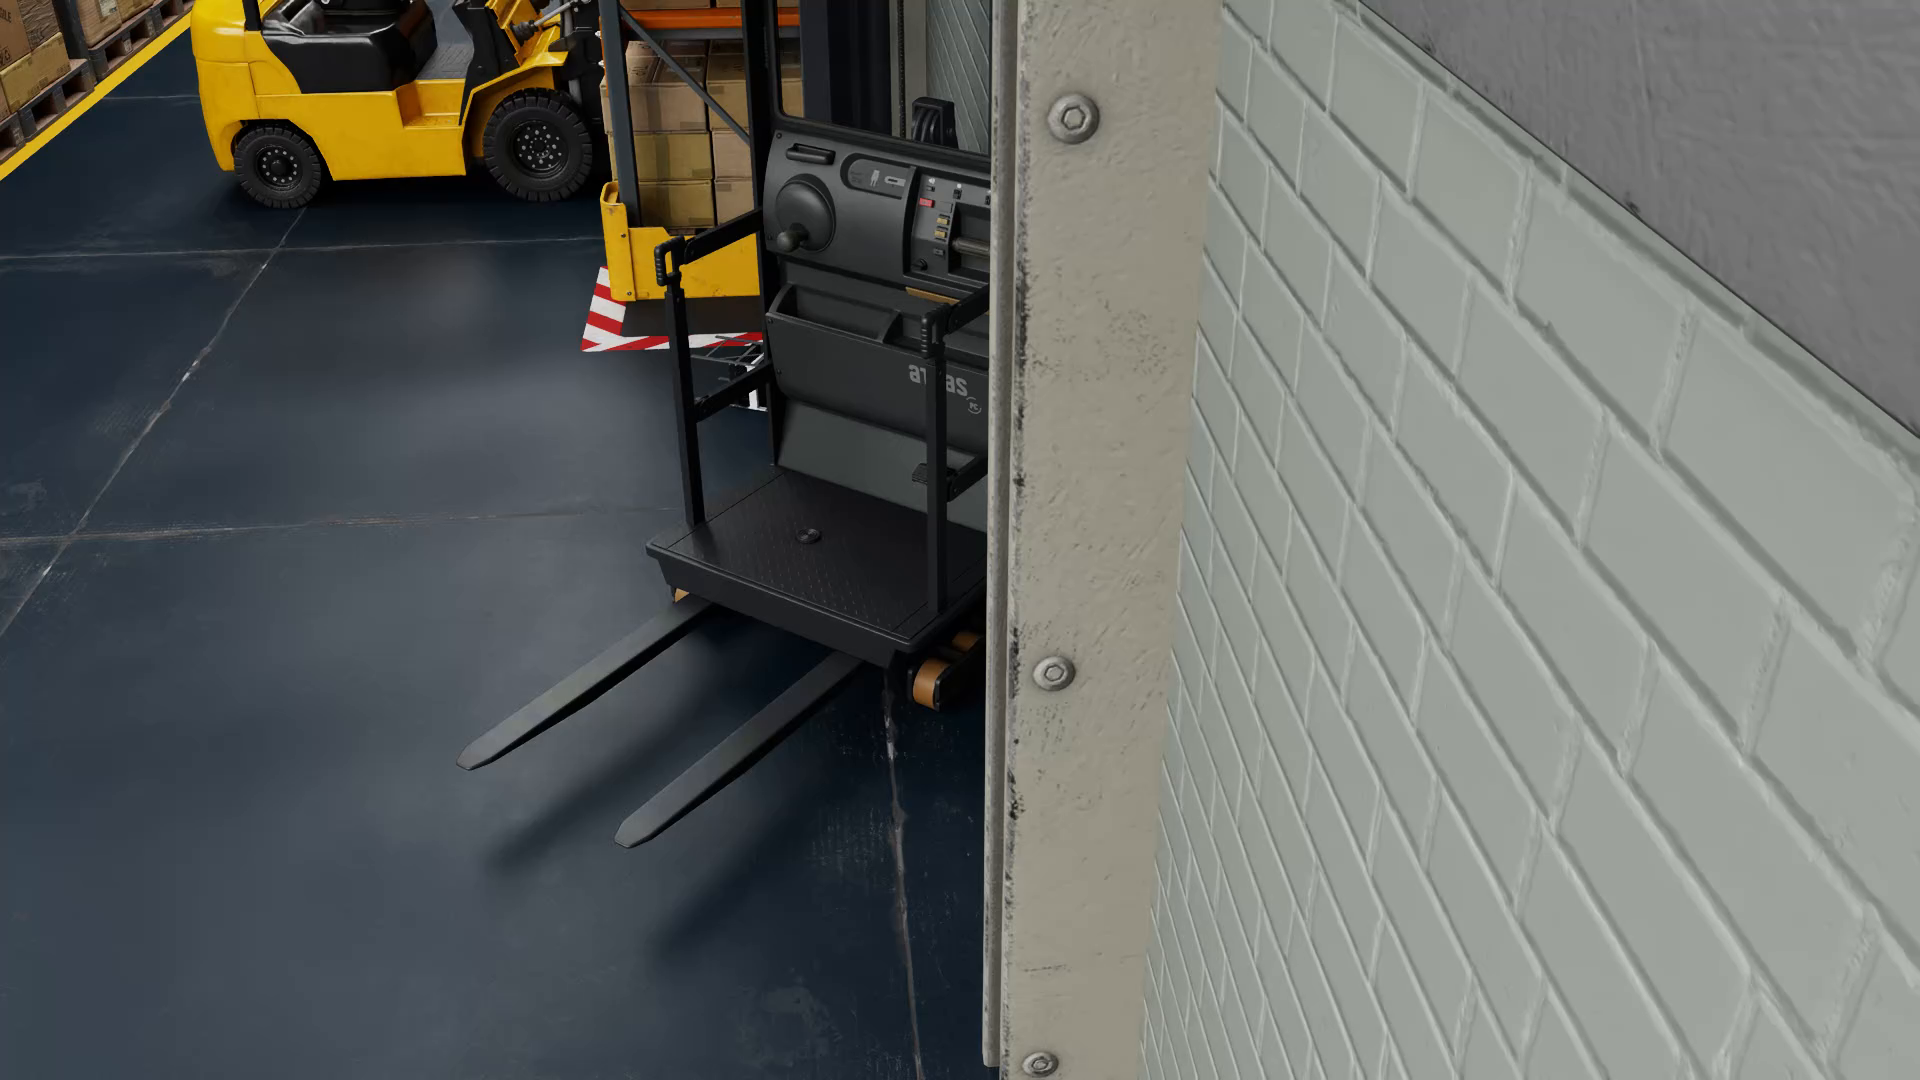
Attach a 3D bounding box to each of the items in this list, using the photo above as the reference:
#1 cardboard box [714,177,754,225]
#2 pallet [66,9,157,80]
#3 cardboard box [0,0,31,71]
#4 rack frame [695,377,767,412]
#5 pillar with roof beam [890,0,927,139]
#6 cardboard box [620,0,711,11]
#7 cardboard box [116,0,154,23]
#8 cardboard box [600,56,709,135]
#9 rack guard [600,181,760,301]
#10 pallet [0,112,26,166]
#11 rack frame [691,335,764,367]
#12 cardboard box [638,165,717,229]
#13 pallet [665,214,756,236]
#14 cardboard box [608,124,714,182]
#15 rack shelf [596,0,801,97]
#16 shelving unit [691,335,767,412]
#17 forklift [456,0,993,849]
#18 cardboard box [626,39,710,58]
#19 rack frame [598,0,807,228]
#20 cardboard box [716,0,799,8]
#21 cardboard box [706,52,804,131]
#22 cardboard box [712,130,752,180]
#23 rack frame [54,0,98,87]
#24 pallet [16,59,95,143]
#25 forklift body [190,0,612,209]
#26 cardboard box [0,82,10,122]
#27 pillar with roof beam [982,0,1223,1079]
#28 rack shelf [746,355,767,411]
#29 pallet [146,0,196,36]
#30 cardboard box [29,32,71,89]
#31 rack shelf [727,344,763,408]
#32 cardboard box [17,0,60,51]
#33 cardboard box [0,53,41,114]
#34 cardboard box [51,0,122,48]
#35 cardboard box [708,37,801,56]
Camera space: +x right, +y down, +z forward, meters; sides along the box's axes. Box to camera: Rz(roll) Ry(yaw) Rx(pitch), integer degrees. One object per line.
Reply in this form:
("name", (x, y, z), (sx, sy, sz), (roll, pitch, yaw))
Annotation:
("cardboard box", (-1.017, -1.854, 8.701), (0.500, 0.250, 0.500), (-3, 31, -4))
("pallet", (-6.555, -3.597, 12.066), (1.003, 0.211, 1.213), (-3, 31, -5))
("cardboard box", (-6.109, -3.170, 10.172), (0.500, 0.500, 0.500), (-2, 31, -4))
("rack frame", (-0.696, -0.595, 7.232), (0.900, 0.006, 0.240), (10, 32, 18))
("pillar with roof beam", (-4.619, -5.362, 6.452), (9.100, 9.000, 0.400), (-3, 31, -5))
("cardboard box", (-1.473, -2.876, 8.042), (0.500, 0.500, 0.500), (-3, 31, -6))
("cardboard box", (-6.603, -4.084, 12.314), (0.950, 0.372, 0.625), (-1, 31, -1))
("cardboard box", (-1.519, -2.244, 8.378), (0.500, 0.250, 0.500), (-2, 31, -3))
("rack guard", (-1.163, -1.509, 8.289), (1.175, 0.500, 0.348), (-3, 31, -5))
("pallet", (-6.266, -2.234, 9.785), (1.003, 0.211, 1.213), (-3, 31, -5))
("rack frame", (-0.698, -0.770, 7.129), (0.900, 0.006, 0.240), (10, 32, 18))
("cardboard box", (-1.524, -1.819, 8.642), (0.500, 0.250, 0.500), (-3, 31, -4))
("pallet", (-1.279, -1.786, 9.034), (1.003, 0.211, 1.213), (-3, 31, -5))
("cardboard box", (-1.522, -2.042, 8.528), (0.500, 0.250, 0.500), (-3, 31, -5))
("rack shelf", (-1.352, -3.307, 9.562), (1.077, 0.370, 4.000), (-3, 31, -5))
("shelving unit", (-0.697, -0.683, 7.181), (0.900, 0.210, 0.258), (10, 32, 18))
("forklift", (-0.340, -0.989, 5.048), (1.130, 2.935, 3.031), (18, 35, 28))
("cardboard box", (-1.573, -2.504, 8.814), (0.500, 0.250, 0.500), (-2, 31, -4))
("rack frame", (-1.165, -2.594, 7.668), (1.000, 3.000, 0.127), (-3, 31, -5))
("cardboard box", (-0.935, -2.904, 8.088), (0.500, 0.500, 0.500), (-2, 31, -3))
("cardboard box", (-1.022, -2.278, 8.435), (0.500, 0.250, 0.500), (-3, 31, -5))
("cardboard box", (-1.003, -2.059, 8.556), (0.500, 0.250, 0.500), (-2, 31, -4))
("rack frame", (-6.481, -4.397, 10.686), (1.000, 3.000, 0.127), (-3, 31, -5))
("pallet", (-6.383, -2.859, 10.830), (1.003, 0.211, 1.213), (-3, 31, -5))
("forklift body", (-3.159, -3.111, 9.360), (2.313, 2.155, 1.214), (-3, 31, -5))
("cardboard box", (-6.055, -2.576, 9.910), (0.500, 0.250, 0.500), (-2, 31, -4))
("pillar with roof beam", (-4.059, -2.299, 1.323), (9.100, 9.000, 0.400), (-3, 31, -5))
("rack shelf", (-0.834, -0.708, 7.225), (0.077, 0.200, 0.258), (10, 32, 18))
("pallet", (-6.672, -4.221, 13.112), (1.003, 0.211, 1.213), (-3, 31, -5))
("cardboard box", (-6.158, -3.108, 10.800), (0.500, 0.250, 0.500), (-1, 31, -2))
("rack shelf", (-0.919, -0.723, 7.253), (0.077, 0.200, 0.258), (10, 32, 18))
("cardboard box", (-6.158, -3.429, 10.607), (0.500, 0.500, 0.500), (-3, 31, -5))
("cardboard box", (-6.098, -2.836, 10.345), (0.500, 0.250, 0.500), (-4, 31, -6))
("cardboard box", (-6.532, -3.717, 11.700), (0.950, 0.372, 0.625), (-2, 31, -4))
("cardboard box", (-1.072, -2.533, 8.862), (0.500, 0.250, 0.500), (-3, 31, -5))
